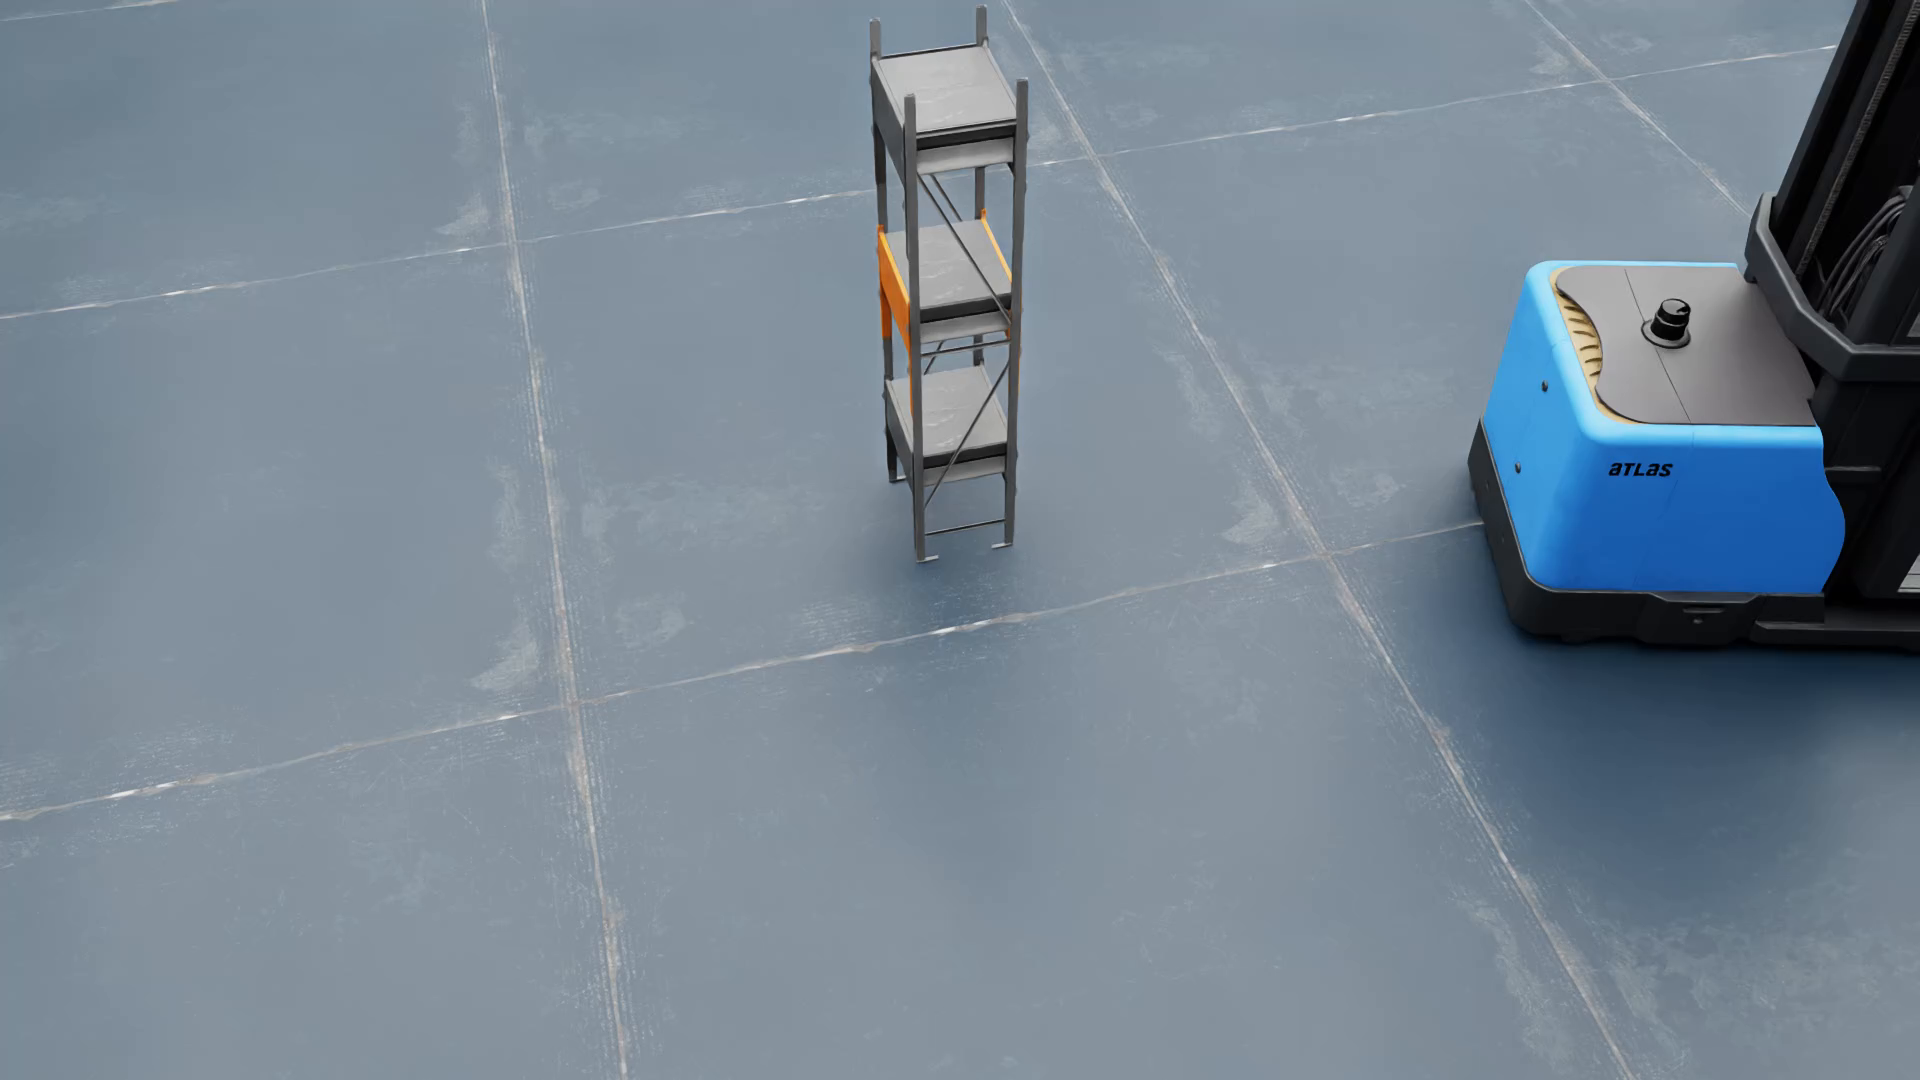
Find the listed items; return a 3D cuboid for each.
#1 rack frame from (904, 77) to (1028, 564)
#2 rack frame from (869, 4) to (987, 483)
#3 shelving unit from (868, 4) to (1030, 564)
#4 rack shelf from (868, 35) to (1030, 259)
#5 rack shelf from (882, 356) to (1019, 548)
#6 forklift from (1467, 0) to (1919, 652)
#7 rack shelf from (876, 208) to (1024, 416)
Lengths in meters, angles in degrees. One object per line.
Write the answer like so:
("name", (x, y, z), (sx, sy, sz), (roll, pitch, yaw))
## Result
("rack frame", (0.020, -0.681, 5.947), (0.400, 2.100, 0.015), (-11, 47, -10))
("rack frame", (-0.105, -1.018, 6.277), (0.400, 2.100, 0.015), (-11, 47, -10))
("shelving unit", (-0.042, -0.849, 6.112), (0.431, 2.100, 0.503), (-11, 47, -10))
("rack shelf", (-0.042, -1.330, 5.622), (0.431, 0.518, 0.480), (-11, 47, -10))
("rack shelf", (-0.042, -0.350, 6.622), (0.431, 0.518, 0.480), (-11, 47, -10))
("forklift", (3.630, -0.968, 5.647), (3.031, 2.935, 1.130), (1, 46, 1))
("rack shelf", (-0.042, -0.840, 6.122), (0.431, 0.518, 0.480), (-11, 47, -10))
